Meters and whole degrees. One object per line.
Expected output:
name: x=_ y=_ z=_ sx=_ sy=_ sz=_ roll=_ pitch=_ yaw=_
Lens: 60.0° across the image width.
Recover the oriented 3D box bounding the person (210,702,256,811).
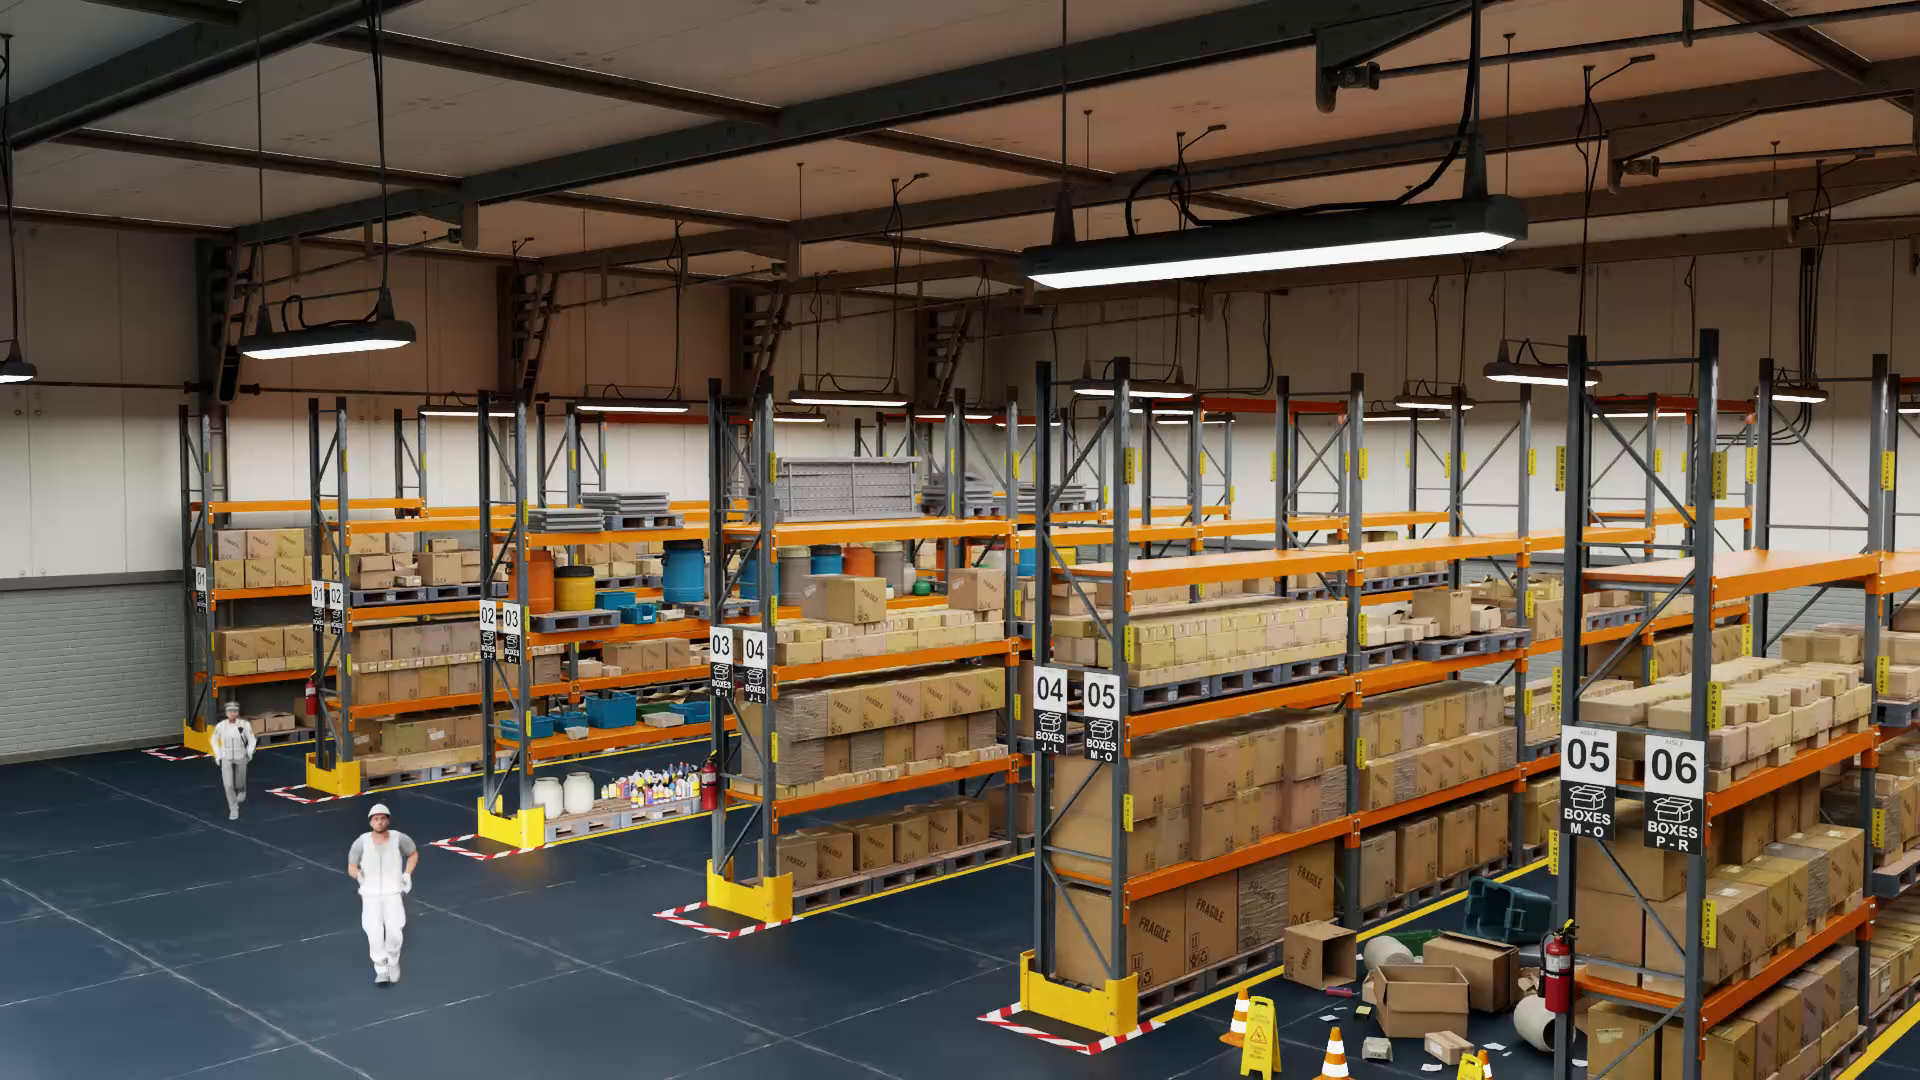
person: x=-10.342 y=3.061 z=23.679 sx=0.602 sy=1.573 sz=0.608 roll=-1 pitch=3 yaw=-21

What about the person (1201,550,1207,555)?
person: x=7.393 y=1.973 z=30.359 sx=0.765 sy=3.187 sz=9.052 roll=-3 pitch=4 yaw=-41

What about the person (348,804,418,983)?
person: x=-1.972 y=3.069 z=22.872 sx=11.396 sy=1.750 sz=11.755 roll=-1 pitch=3 yaw=-16
